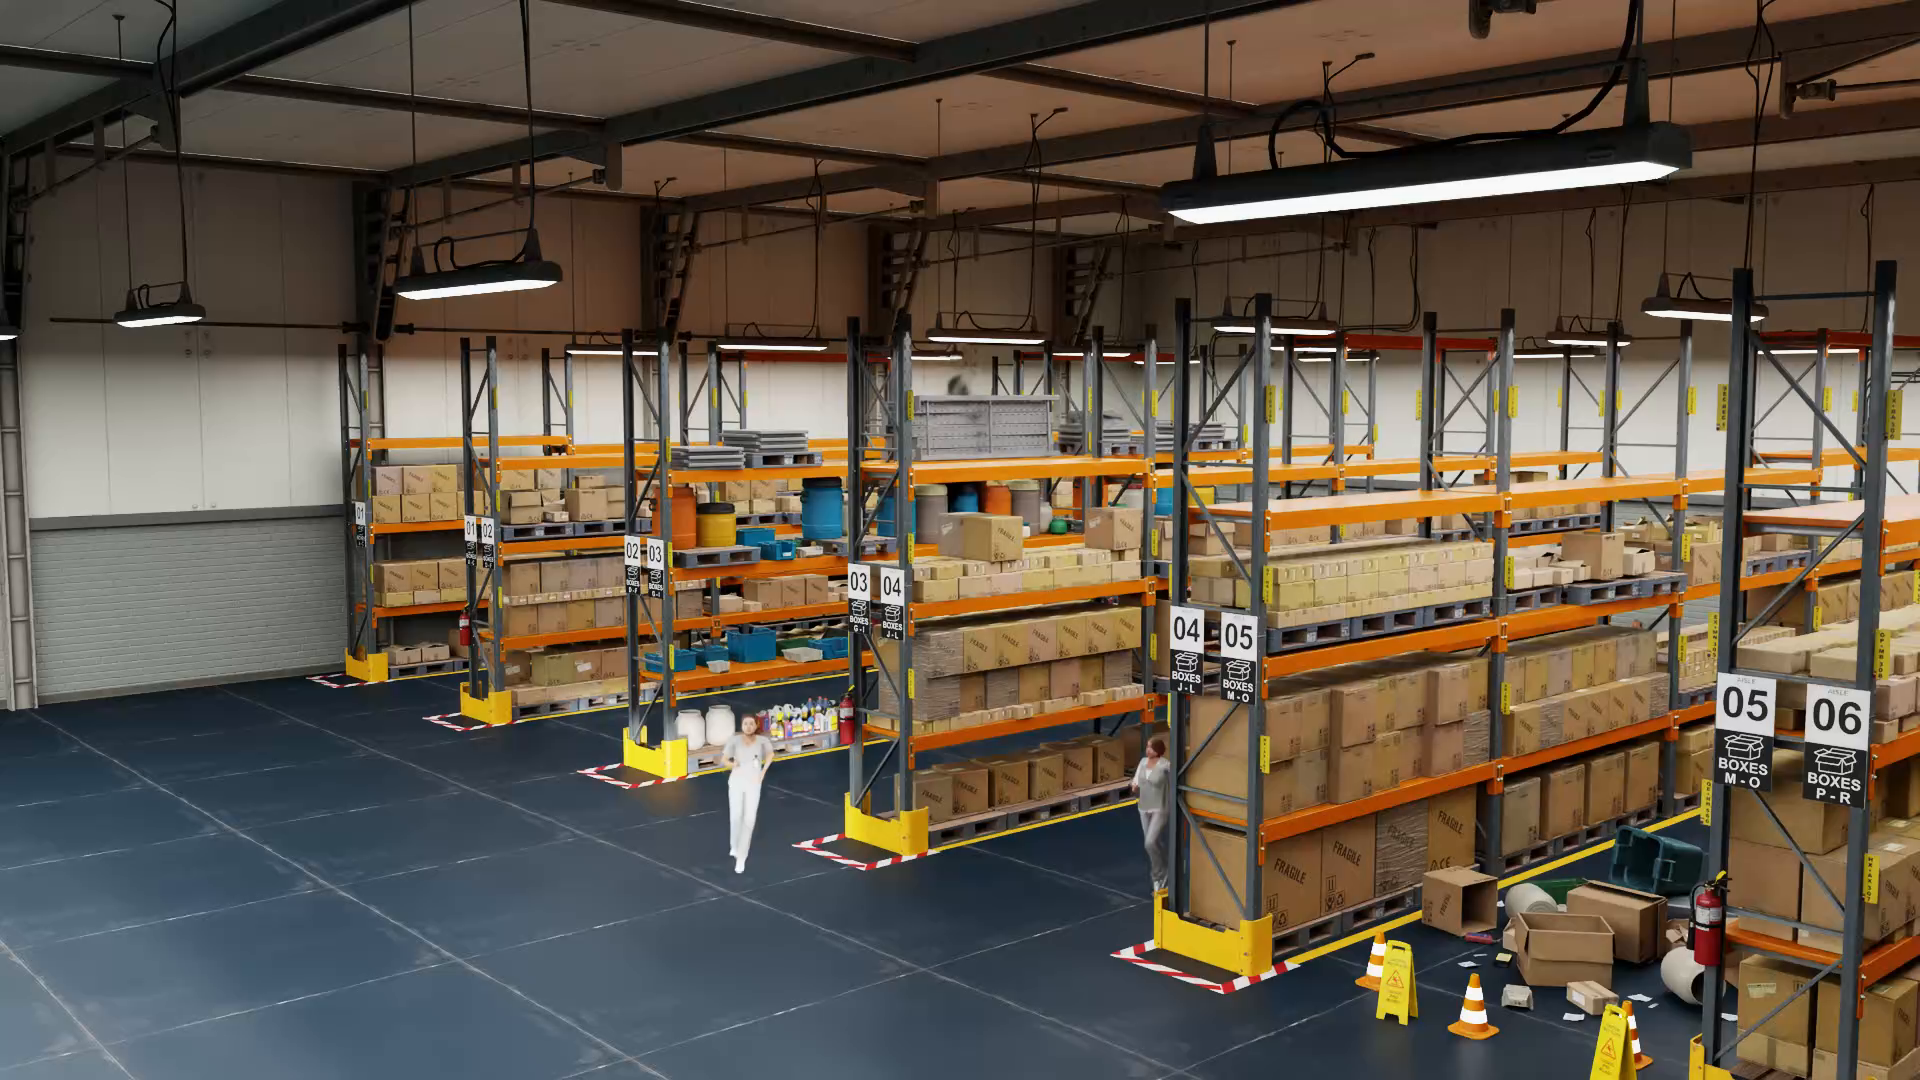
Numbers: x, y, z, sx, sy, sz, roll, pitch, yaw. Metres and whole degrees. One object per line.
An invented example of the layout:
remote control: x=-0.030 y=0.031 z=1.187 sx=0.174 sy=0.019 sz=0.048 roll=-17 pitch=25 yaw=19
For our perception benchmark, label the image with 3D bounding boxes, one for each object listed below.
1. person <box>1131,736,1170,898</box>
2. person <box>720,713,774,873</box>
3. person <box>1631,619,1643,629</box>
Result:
person: x=2.008 y=2.840 z=17.143 sx=0.684 sy=1.648 sz=0.526 roll=-5 pitch=7 yaw=-44
person: x=-2.317 y=2.721 z=18.124 sx=0.569 sy=1.725 sz=0.738 roll=0 pitch=5 yaw=-2
person: x=10.394 y=2.065 z=25.620 sx=0.673 sy=1.691 sz=0.582 roll=-5 pitch=7 yaw=-44
